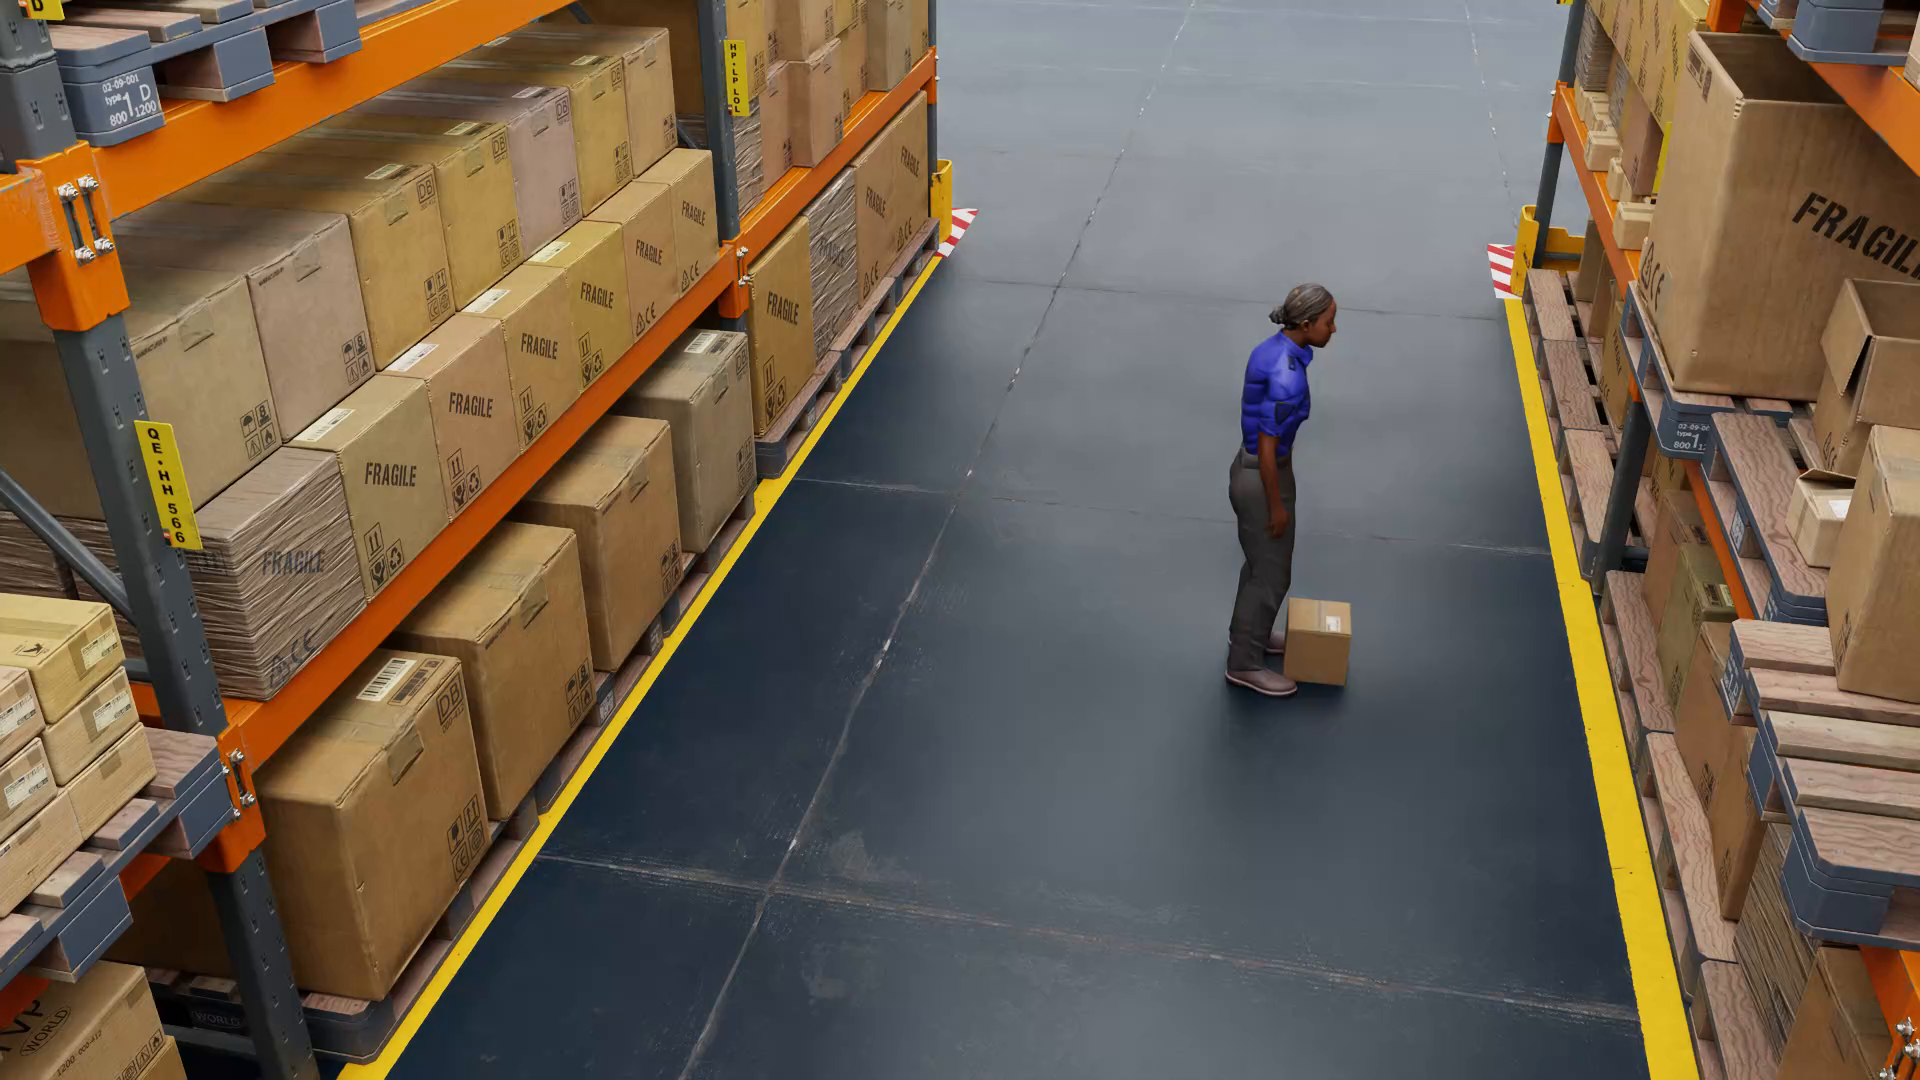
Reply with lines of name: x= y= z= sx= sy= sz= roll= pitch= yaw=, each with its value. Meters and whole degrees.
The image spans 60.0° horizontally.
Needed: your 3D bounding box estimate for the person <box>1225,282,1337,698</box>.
person: x=1.230 y=-0.215 z=6.521 sx=0.351 sy=1.653 sz=0.518 roll=5 pitch=29 yaw=8
